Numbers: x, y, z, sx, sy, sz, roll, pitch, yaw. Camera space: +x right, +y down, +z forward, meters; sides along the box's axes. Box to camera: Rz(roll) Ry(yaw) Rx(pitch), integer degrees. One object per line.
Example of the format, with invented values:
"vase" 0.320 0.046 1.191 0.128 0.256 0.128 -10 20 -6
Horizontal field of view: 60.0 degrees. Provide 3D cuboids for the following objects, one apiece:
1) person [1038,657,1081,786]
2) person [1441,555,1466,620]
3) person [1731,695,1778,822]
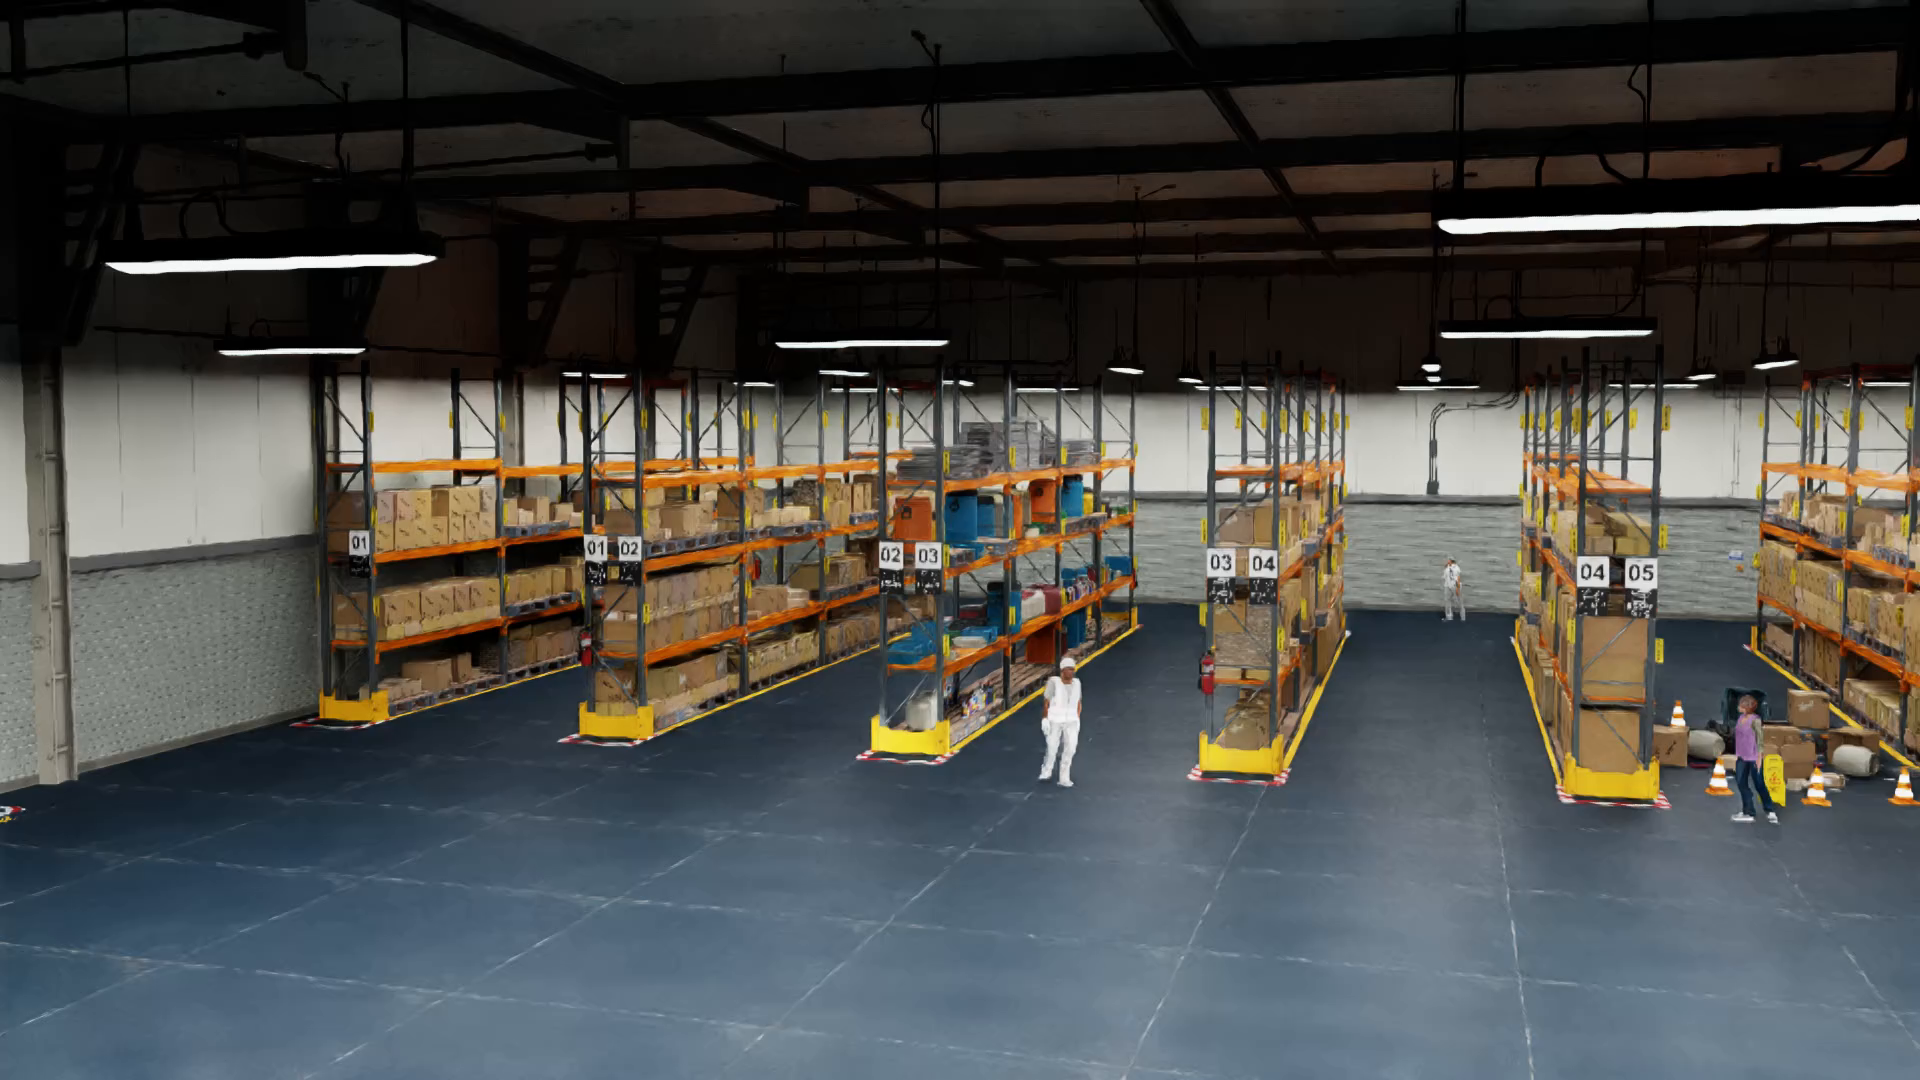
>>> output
"person" 1.384 2.484 22.940 0.597 1.772 0.574 -1 4 -19
"person" 12.446 1.196 41.846 0.576 1.650 0.531 -2 4 -25
"person" 9.952 2.732 20.795 0.491 1.589 0.515 -1 4 -10
